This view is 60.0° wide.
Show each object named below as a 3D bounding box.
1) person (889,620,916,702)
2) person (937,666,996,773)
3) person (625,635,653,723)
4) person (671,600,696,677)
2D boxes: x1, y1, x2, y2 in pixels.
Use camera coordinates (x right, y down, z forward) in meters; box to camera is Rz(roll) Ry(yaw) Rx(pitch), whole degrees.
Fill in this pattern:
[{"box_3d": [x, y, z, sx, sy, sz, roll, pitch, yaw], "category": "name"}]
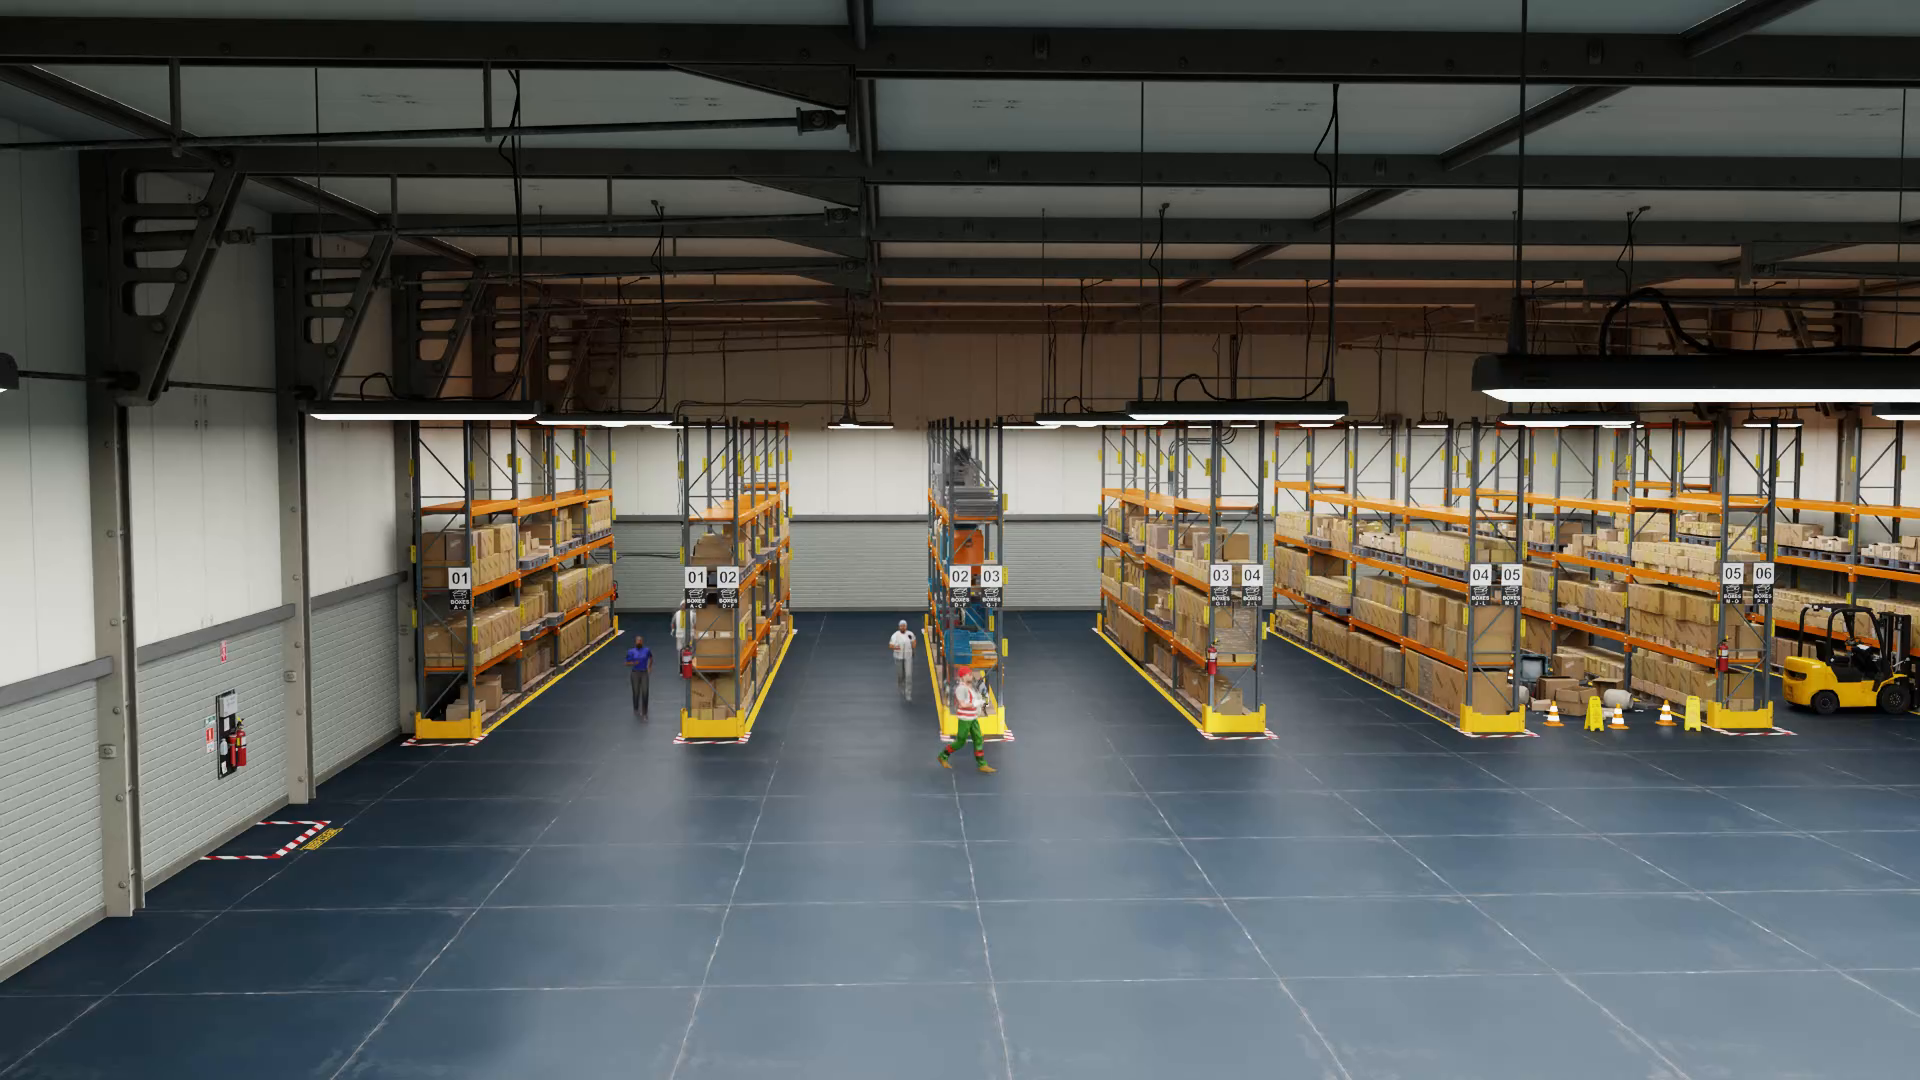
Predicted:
[{"box_3d": [-1.221, 2.568, 35.648, 0.599, 1.697, 0.878, 0, 4, -5], "category": "person"}, {"box_3d": [0.110, 2.989, 27.750, 1.001, 1.769, 0.660, 1, 4, 20], "category": "person"}, {"box_3d": [-6.350, 2.747, 32.973, 0.560, 1.700, 0.742, -1, 4, -15], "category": "person"}, {"box_3d": [-6.450, 2.290, 39.006, 0.696, 1.763, 0.941, 0, 4, -3], "category": "person"}]
